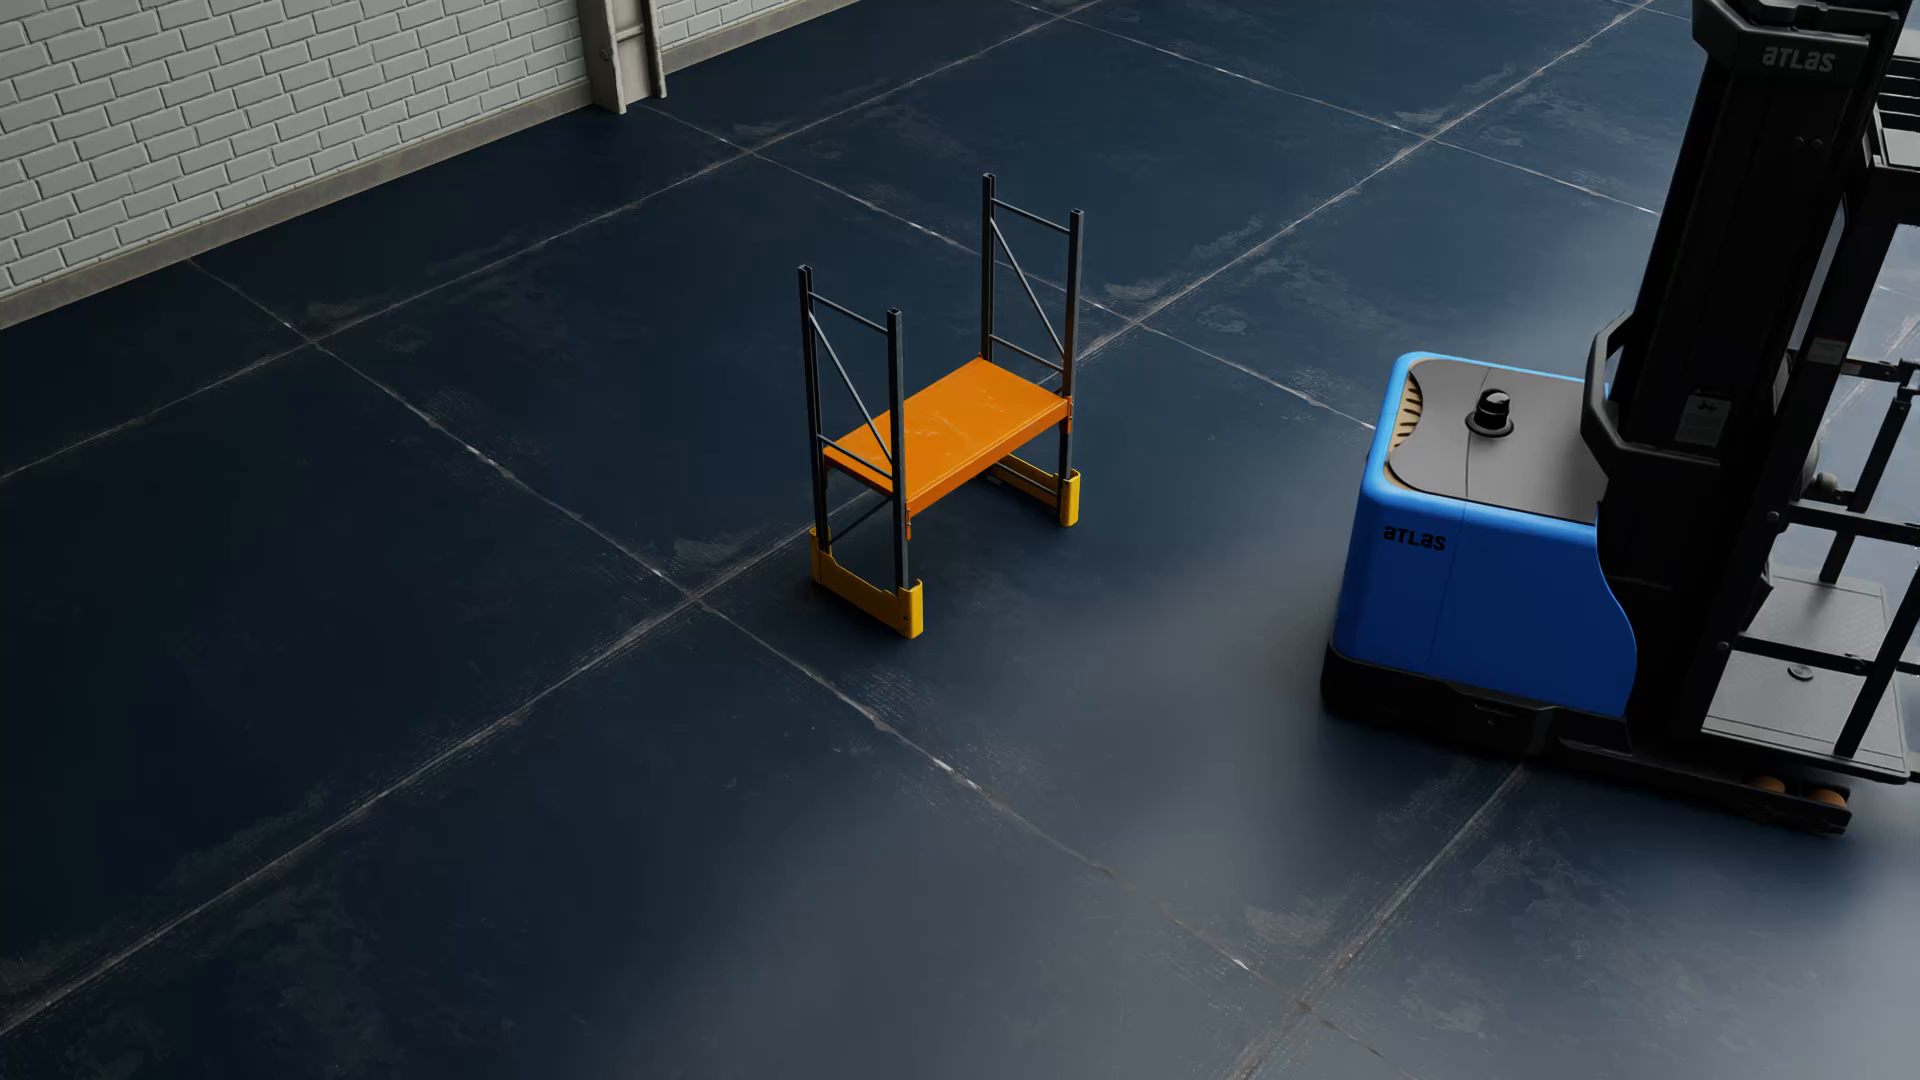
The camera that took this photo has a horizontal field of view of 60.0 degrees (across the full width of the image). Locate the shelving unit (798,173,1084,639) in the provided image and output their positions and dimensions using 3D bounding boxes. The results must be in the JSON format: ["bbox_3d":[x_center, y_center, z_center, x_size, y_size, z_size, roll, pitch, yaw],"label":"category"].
[{"bbox_3d":[-0.051,-0.552,6.739,0.587,1.500,1.083,30,47,32],"label":"shelving unit"}]

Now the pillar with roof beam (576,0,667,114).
[{"bbox_3d":[1.011,-4.605,5.811,9.100,9.000,0.400,30,47,32],"label":"pillar with roof beam"}]

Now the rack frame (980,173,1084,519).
[{"bbox_3d":[0.285,-0.781,7.028,0.500,1.500,0.032,30,47,32],"label":"rack frame"}]

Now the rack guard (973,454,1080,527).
[{"bbox_3d":[0.285,-0.292,7.416,0.587,0.250,0.087,30,47,32],"label":"rack guard"}]

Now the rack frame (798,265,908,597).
[{"bbox_3d":[-0.401,-0.314,6.440,0.500,1.500,0.032,30,47,32],"label":"rack frame"}]

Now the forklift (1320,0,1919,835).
[{"bbox_3d":[2.963,-0.472,5.488,3.031,2.935,1.130,12,40,15],"label":"forklift"}]

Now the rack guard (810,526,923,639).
[{"bbox_3d":[-0.387,0.166,6.840,0.587,0.250,0.087,30,47,32],"label":"rack guard"}]

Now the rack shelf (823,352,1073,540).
[{"bbox_3d":[-0.058,-0.407,6.846,0.538,0.185,1.000,30,47,32],"label":"rack shelf"}]
